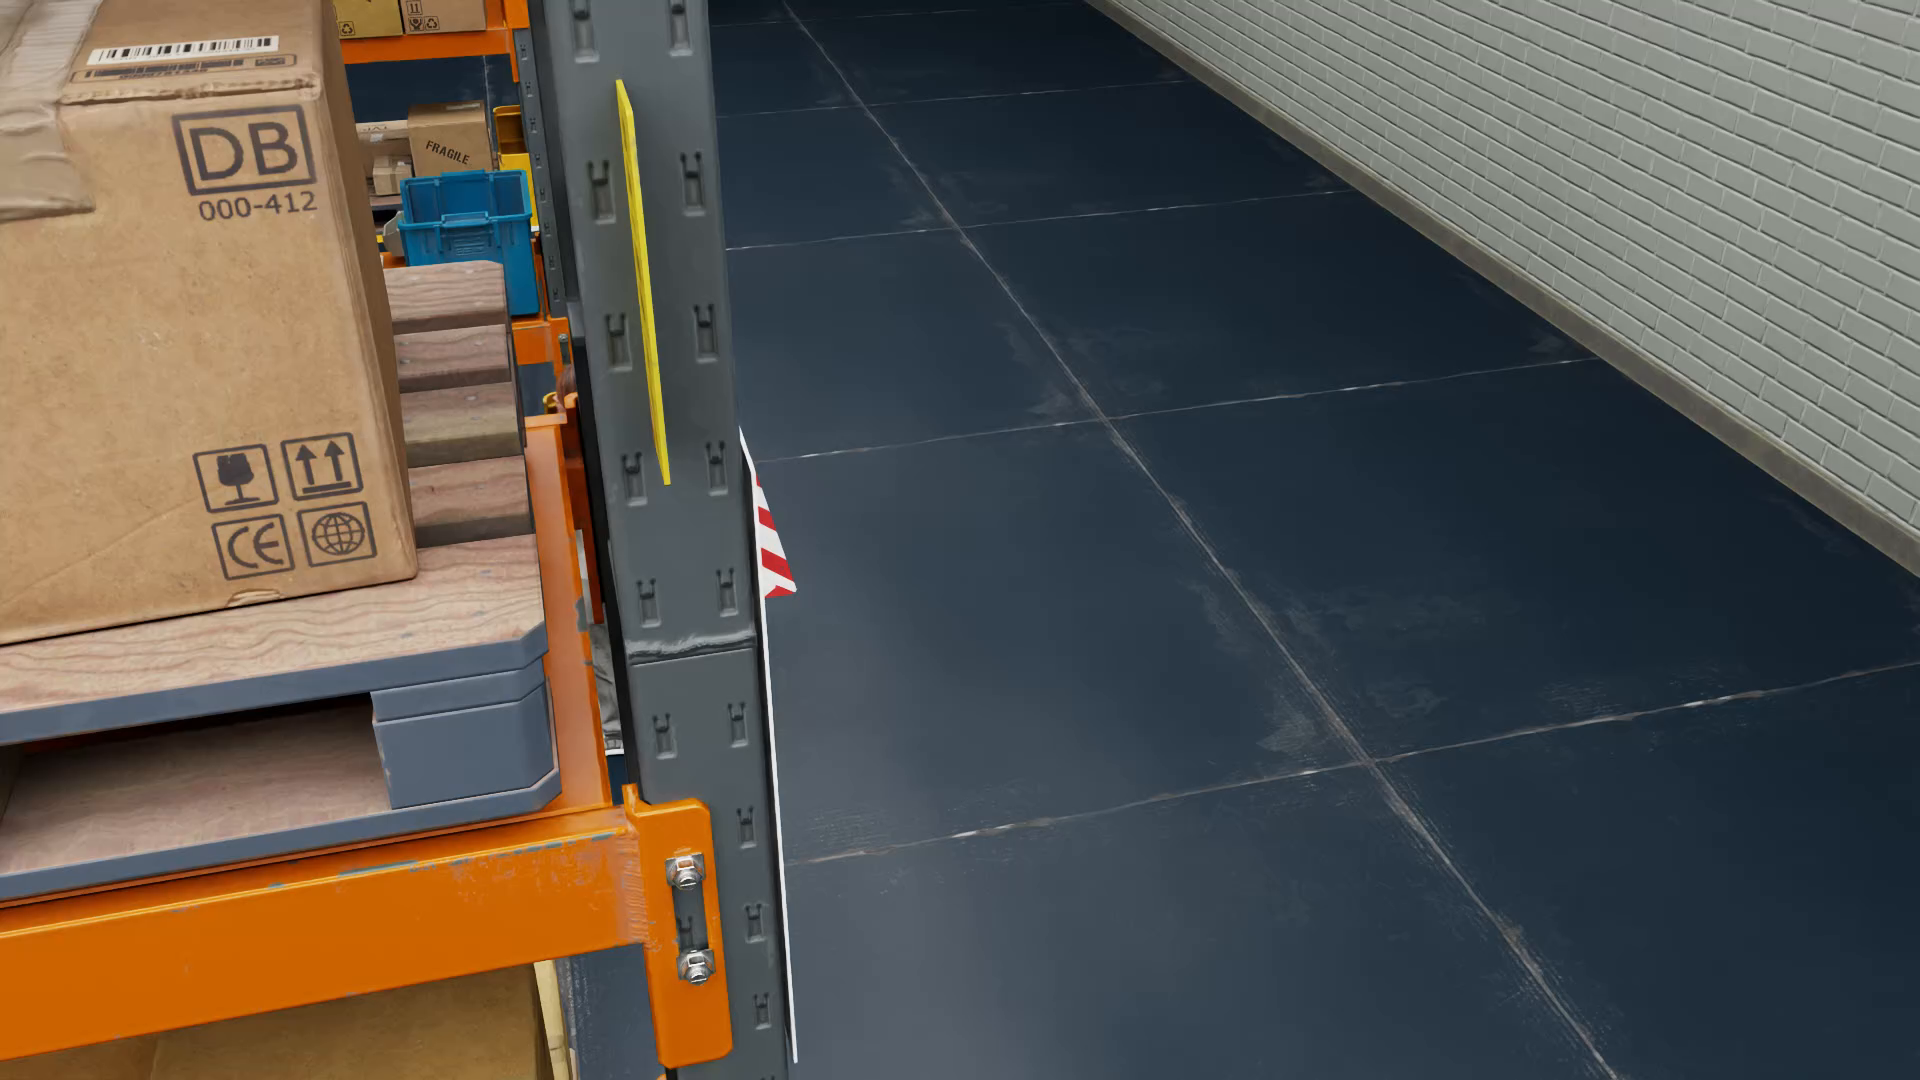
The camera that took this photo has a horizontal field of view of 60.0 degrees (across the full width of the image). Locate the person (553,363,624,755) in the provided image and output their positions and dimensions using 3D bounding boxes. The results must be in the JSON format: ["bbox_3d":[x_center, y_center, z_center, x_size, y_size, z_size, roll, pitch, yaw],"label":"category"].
[{"bbox_3d":[-1.399,0.073,6.023,0.495,1.588,0.406,0,31,0],"label":"person"}]
